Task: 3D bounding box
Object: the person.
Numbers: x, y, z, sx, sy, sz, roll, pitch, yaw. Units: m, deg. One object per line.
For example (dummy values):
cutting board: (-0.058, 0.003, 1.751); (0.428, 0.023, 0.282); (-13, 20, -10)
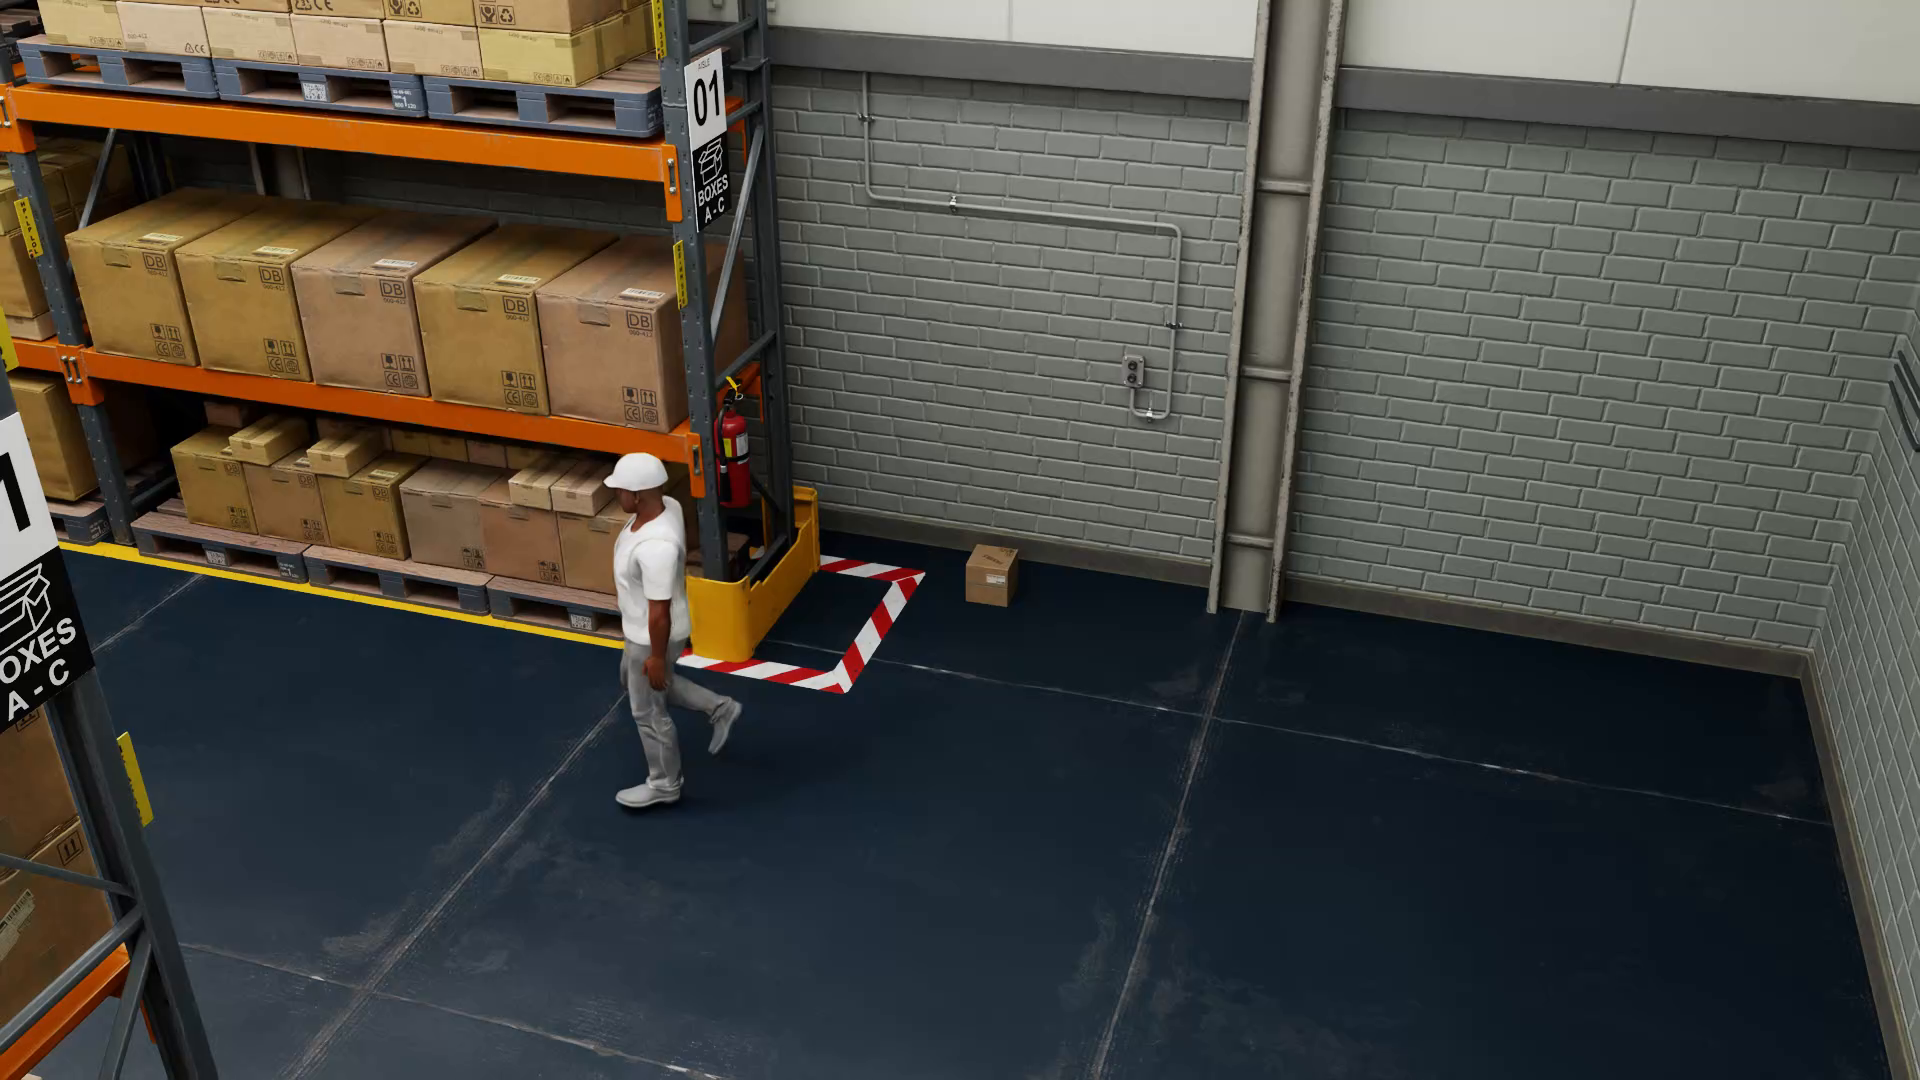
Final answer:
person: (-1.362, 0.395, 7.741); (0.633, 1.752, 0.597); (-4, 29, -8)
